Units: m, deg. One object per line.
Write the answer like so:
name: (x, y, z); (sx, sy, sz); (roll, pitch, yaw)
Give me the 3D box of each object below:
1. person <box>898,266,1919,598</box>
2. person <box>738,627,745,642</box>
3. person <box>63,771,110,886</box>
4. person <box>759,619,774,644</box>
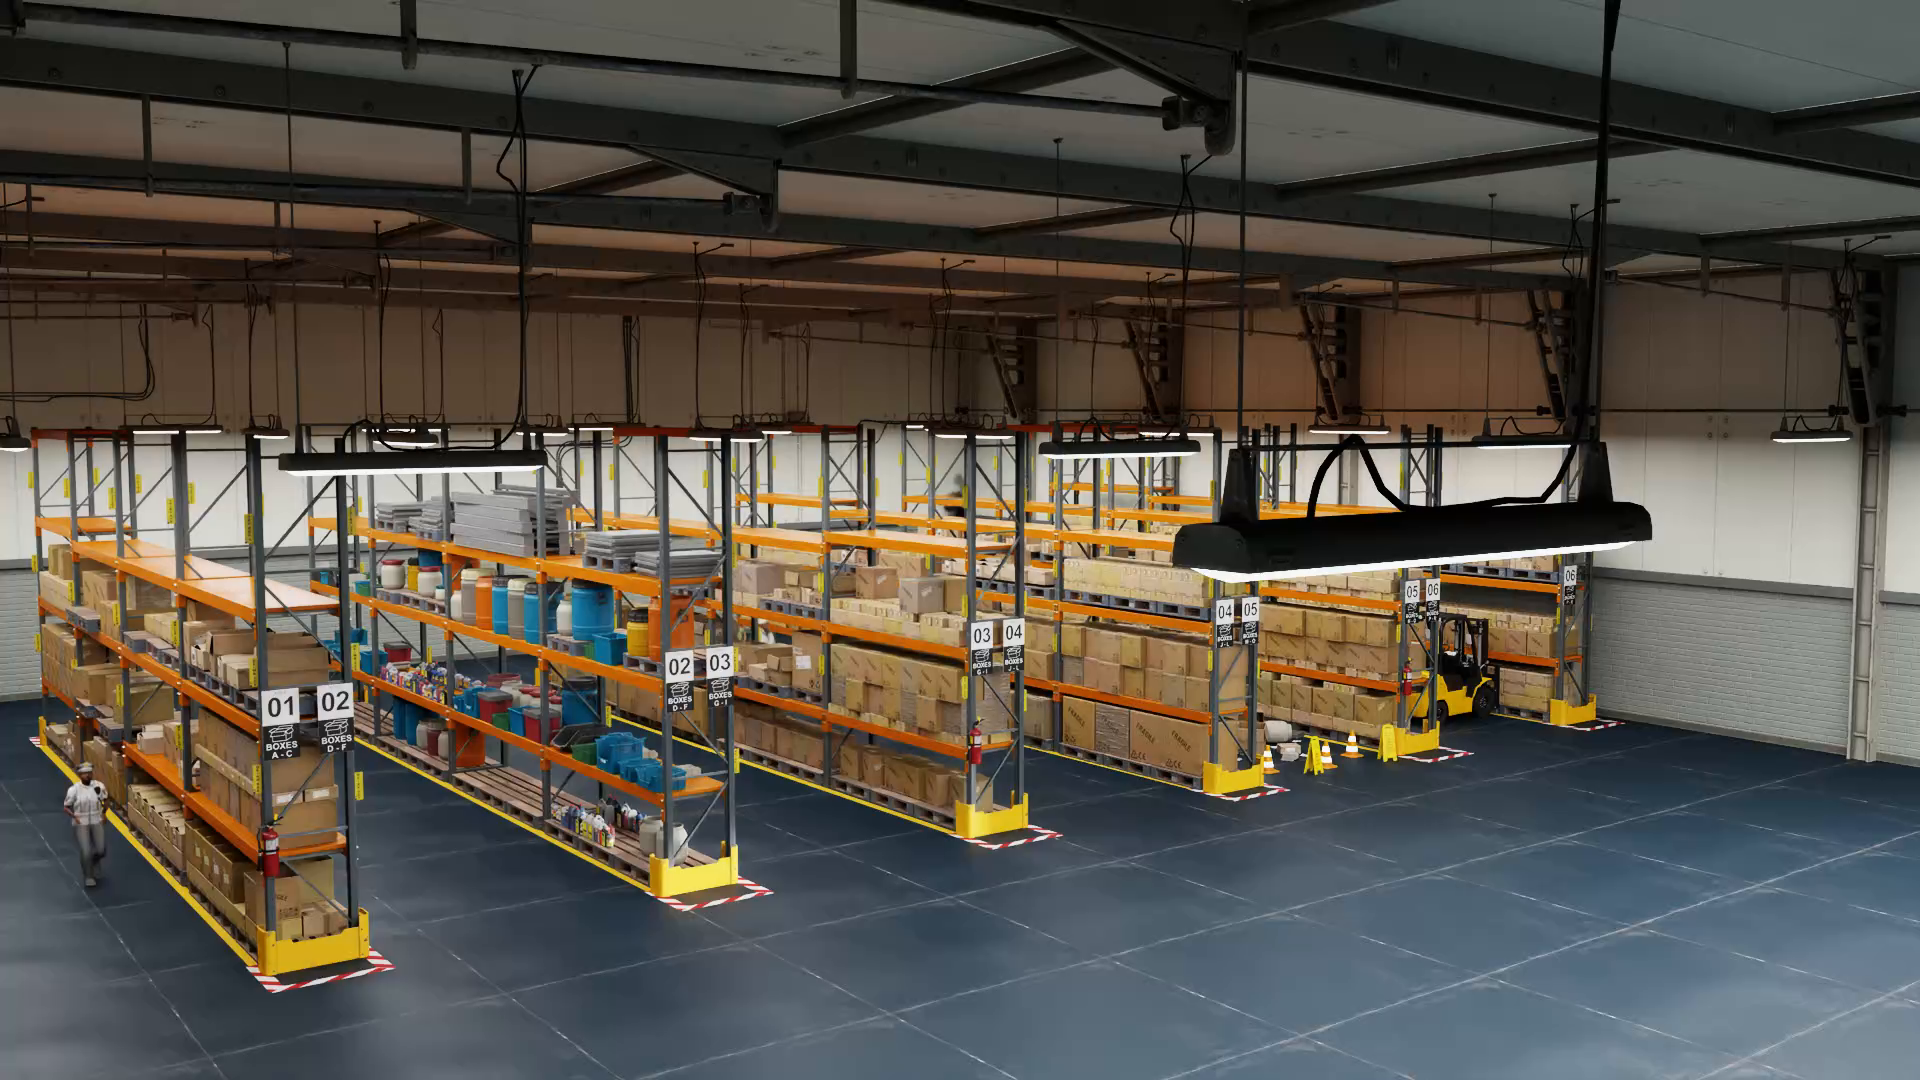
person: (8.991, -0.944, 35.041); (23.190, 8.953, 18.708); (0, 4, 3)
person: (-5.126, 2.640, 37.953); (0.557, 1.330, 0.507); (-3, 5, -33)
person: (-11.598, 3.795, 22.129); (0.572, 1.595, 0.578); (-3, 6, -38)
person: (-4.326, 2.554, 36.849); (0.448, 1.669, 0.512); (-4, 6, -41)
